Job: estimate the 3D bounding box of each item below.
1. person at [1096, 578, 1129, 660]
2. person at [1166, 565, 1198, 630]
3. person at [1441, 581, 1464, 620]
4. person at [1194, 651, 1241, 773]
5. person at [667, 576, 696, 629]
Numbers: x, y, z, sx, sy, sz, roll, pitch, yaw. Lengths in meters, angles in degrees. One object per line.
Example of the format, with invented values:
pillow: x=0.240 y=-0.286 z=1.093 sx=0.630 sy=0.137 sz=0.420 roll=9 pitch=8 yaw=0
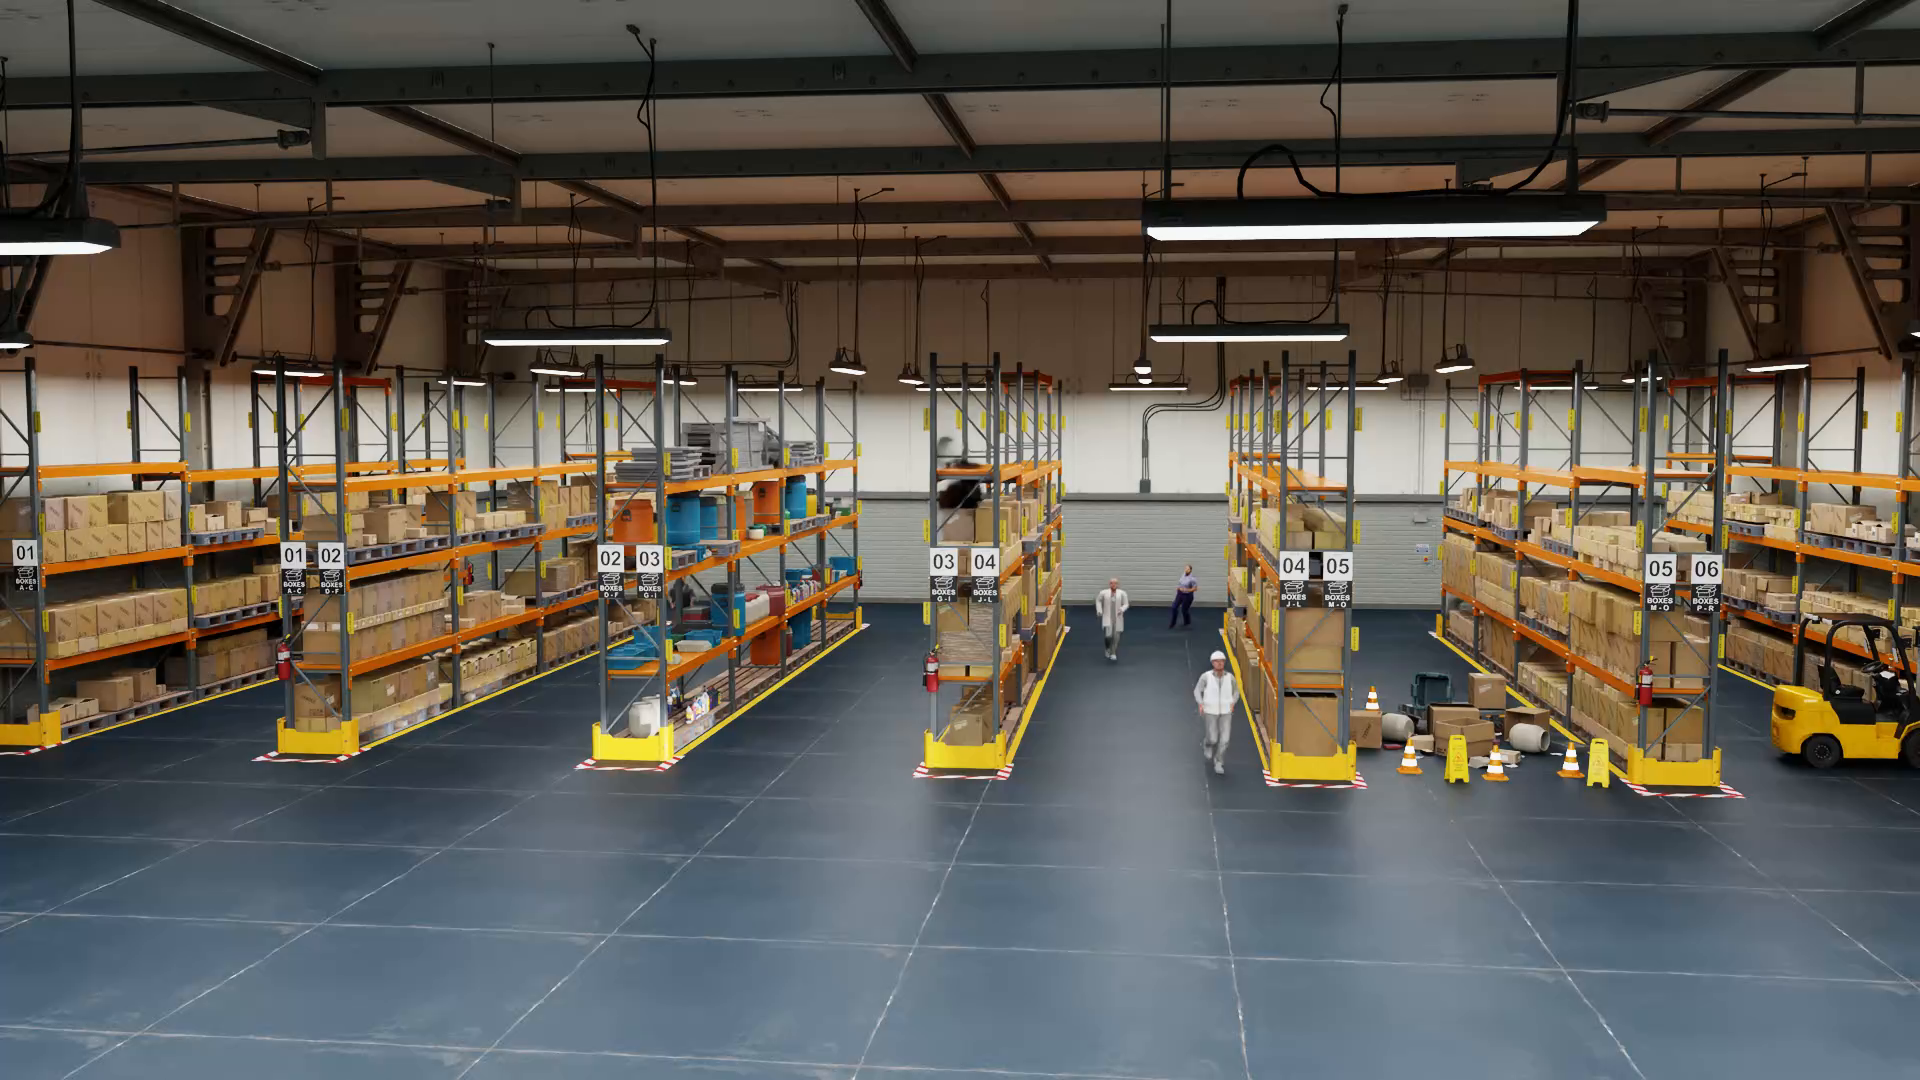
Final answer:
person: x=3.199 y=1.662 z=34.885 sx=0.682 sy=1.735 sz=0.745 roll=0 pitch=4 yaw=0
person: x=5.468 y=1.385 z=40.153 sx=0.764 sy=1.619 sz=0.725 roll=-4 pitch=5 yaw=-42
person: x=11.937 y=1.324 z=40.106 sx=0.839 sy=1.721 sz=0.623 roll=2 pitch=5 yaw=29
person: x=3.700 y=2.459 z=23.896 sx=0.668 sy=1.733 sz=0.587 roll=0 pitch=4 yaw=-1
person: x=-6.165 y=1.560 z=36.809 sx=0.647 sy=1.677 sz=0.580 roll=-1 pitch=4 yaw=-8
